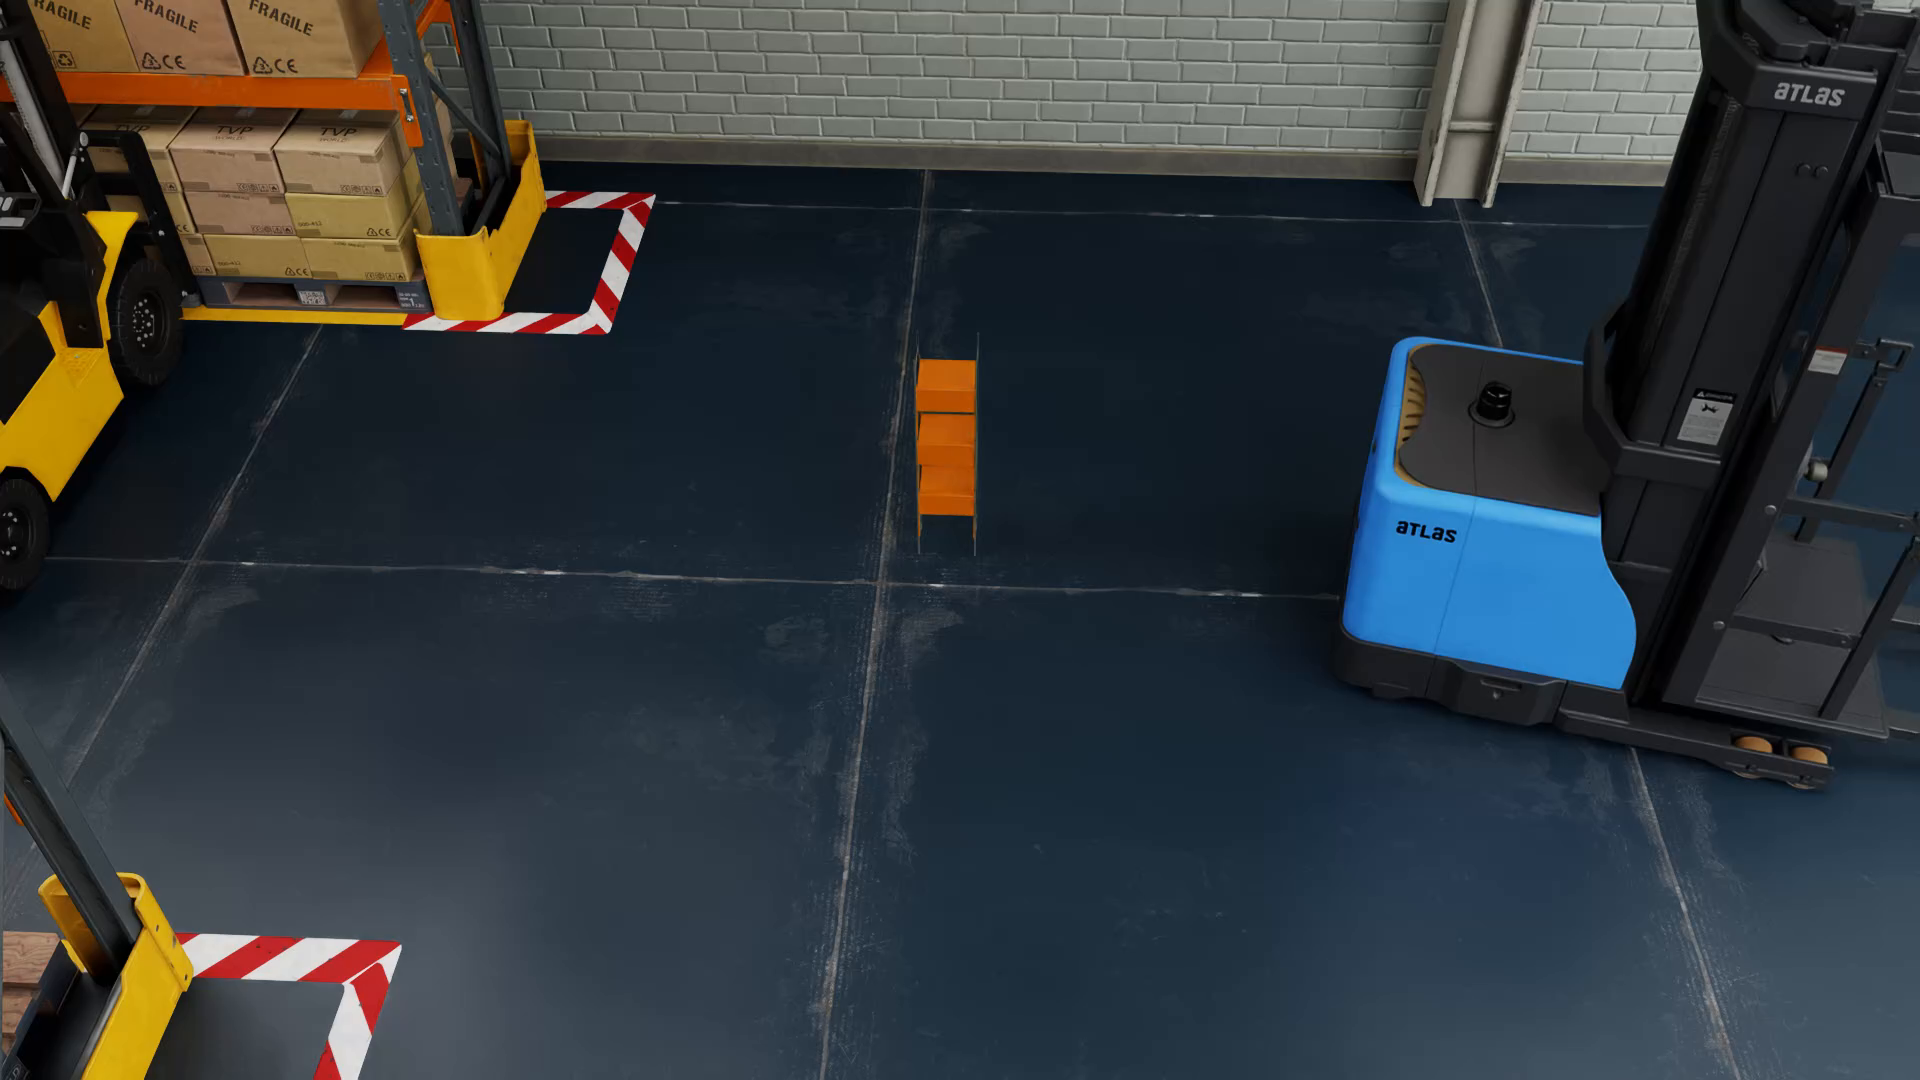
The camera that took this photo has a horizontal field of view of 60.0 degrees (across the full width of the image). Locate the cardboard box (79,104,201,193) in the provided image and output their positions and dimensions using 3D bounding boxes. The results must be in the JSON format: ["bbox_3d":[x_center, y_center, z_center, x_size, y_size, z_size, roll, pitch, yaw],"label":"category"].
[{"bbox_3d":[-4.030,-1.960,8.215,0.500,0.250,0.500,2,43,2],"label":"cardboard box"}]

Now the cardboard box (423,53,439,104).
[{"bbox_3d":[-3.012,-2.282,8.560,0.500,0.250,0.500,1,43,1],"label":"cardboard box"}]

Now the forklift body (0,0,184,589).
[{"bbox_3d":[-4.517,-1.130,6.970,1.214,2.155,2.313,2,43,2],"label":"forklift body"}]

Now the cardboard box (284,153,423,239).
[{"bbox_3d":[-3.041,-1.757,8.363,0.500,0.250,0.500,1,43,1],"label":"cardboard box"}]

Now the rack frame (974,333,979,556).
[{"bbox_3d":[0.068,-0.382,6.975,0.008,1.050,0.200,2,43,2],"label":"rack frame"}]

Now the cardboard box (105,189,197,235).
[{"bbox_3d":[-4.058,-1.781,8.389,0.500,0.250,0.500,1,43,1],"label":"cardboard box"}]

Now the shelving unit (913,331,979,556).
[{"bbox_3d":[-0.053,-0.386,6.979,0.252,1.050,0.215,2,43,2],"label":"shelving unit"}]

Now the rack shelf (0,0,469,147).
[{"bbox_3d":[-4.539,-2.423,8.263,4.000,0.370,1.077,2,43,2],"label":"rack shelf"}]

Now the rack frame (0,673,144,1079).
[{"bbox_3d":[-2.761,0.755,4.324,0.127,3.000,1.000,2,43,2],"label":"rack frame"}]

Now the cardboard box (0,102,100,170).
[{"bbox_3d":[-4.535,-1.981,8.237,0.500,0.250,0.500,1,43,1],"label":"cardboard box"}]

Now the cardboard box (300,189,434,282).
[{"bbox_3d":[-3.024,-1.571,8.531,0.500,0.250,0.500,2,43,2],"label":"cardboard box"}]

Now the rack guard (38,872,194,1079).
[{"bbox_3d":[-2.836,1.668,5.178,0.348,0.500,1.175,2,43,2],"label":"rack guard"}]

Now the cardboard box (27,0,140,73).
[{"bbox_3d":[-4.074,-2.535,7.783,0.500,0.500,0.500,1,43,1],"label":"cardboard box"}]

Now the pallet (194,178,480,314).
[{"bbox_3d":[-3.307,-1.599,8.897,1.213,0.211,1.003,2,43,2],"label":"pallet"}]

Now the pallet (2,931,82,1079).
[{"bbox_3d":[-3.646,1.724,5.329,1.213,0.211,1.003,2,43,2],"label":"pallet"}]

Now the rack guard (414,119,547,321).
[{"bbox_3d":[-2.517,-1.709,8.803,0.348,0.500,1.175,2,43,2],"label":"rack guard"}]

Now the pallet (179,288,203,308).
[{"bbox_3d":[-4.522,-1.639,8.939,1.213,0.211,1.003,2,43,2],"label":"pallet"}]

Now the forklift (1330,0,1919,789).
[{"bbox_3d":[3.063,-0.532,5.756,3.031,2.935,1.130,11,44,11],"label":"forklift"}]

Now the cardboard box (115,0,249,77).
[{"bbox_3d":[-3.562,-2.520,7.766,0.500,0.500,0.500,3,43,3],"label":"cardboard box"}]

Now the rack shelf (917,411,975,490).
[{"bbox_3d":[-0.053,-0.378,6.986,0.240,0.259,0.215,2,43,2],"label":"rack shelf"}]

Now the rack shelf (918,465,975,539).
[{"bbox_3d":[-0.053,-0.175,7.176,0.240,0.259,0.215,2,43,2],"label":"rack shelf"}]

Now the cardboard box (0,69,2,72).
[{"bbox_3d":[-4.577,-2.543,7.791,0.500,0.500,0.500,2,43,2],"label":"cardboard box"}]

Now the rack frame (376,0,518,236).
[{"bbox_3d":[-2.541,-2.625,7.952,0.127,3.000,1.000,2,43,2],"label":"rack frame"}]

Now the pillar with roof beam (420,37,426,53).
[{"bbox_3d":[-3.390,-2.523,3.442,0.400,9.000,9.100,2,43,2],"label":"pillar with roof beam"}]

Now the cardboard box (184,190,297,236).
[{"bbox_3d":[-3.542,-1.780,8.388,0.500,0.250,0.500,1,43,1],"label":"cardboard box"}]

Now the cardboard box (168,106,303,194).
[{"bbox_3d":[-3.525,-1.951,8.205,0.500,0.250,0.500,2,43,3],"label":"cardboard box"}]

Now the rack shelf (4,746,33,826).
[{"bbox_3d":[-4.758,0.957,4.635,4.000,0.370,1.077,2,43,2],"label":"rack shelf"}]

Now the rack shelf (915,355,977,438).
[{"bbox_3d":[-0.053,-0.586,6.793,0.240,0.259,0.215,2,43,2],"label":"rack shelf"}]

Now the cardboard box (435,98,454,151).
[{"bbox_3d":[-3.001,-2.111,8.743,0.500,0.250,0.500,2,43,3],"label":"cardboard box"}]

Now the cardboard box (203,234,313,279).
[{"bbox_3d":[-3.521,-1.593,8.554,0.500,0.250,0.500,2,43,2],"label":"cardboard box"}]

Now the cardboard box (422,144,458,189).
[{"bbox_3d":[-3.023,-1.920,8.905,0.500,0.250,0.500,2,43,2],"label":"cardboard box"}]

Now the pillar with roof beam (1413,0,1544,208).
[{"bbox_3d":[2.604,-2.339,3.245,0.400,9.000,9.100,2,43,2],"label":"pillar with roof beam"}]

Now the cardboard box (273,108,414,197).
[{"bbox_3d":[-3.015,-1.940,8.193,0.500,0.250,0.500,3,43,3],"label":"cardboard box"}]

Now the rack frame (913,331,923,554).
[{"bbox_3d":[-0.175,-0.390,6.983,0.008,1.050,0.200,2,43,2],"label":"rack frame"}]

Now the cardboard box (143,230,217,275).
[{"bbox_3d":[-4.020,-1.615,8.577,0.500,0.250,0.500,2,43,2],"label":"cardboard box"}]

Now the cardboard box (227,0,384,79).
[{"bbox_3d":[-3.044,-2.497,7.742,0.500,0.500,0.500,1,43,1],"label":"cardboard box"}]
